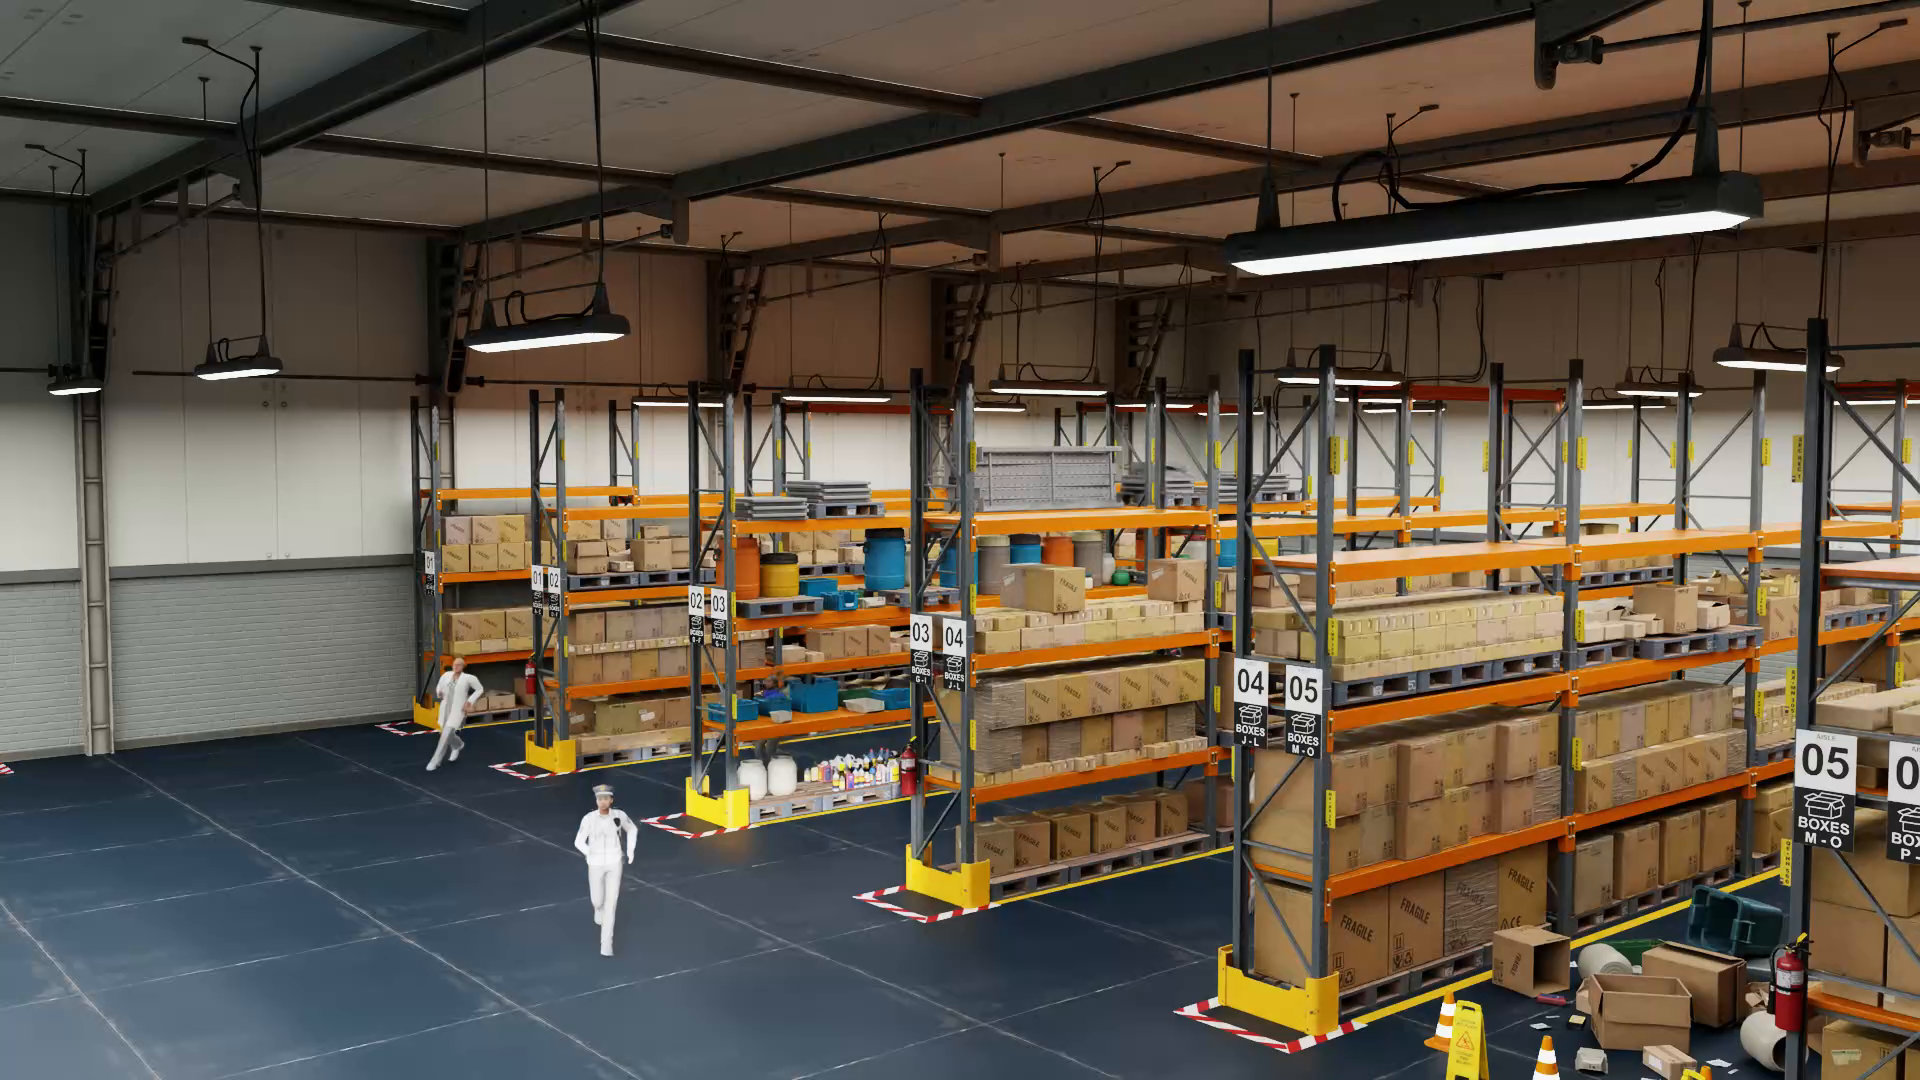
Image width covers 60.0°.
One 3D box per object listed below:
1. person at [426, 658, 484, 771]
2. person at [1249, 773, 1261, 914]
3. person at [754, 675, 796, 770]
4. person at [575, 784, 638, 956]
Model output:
[{"bbox_3d":[-7.977,2.831,26.414,0.716,1.551,1.015,1,4,17],"label":"person"},{"bbox_3d":[3.410,3.178,18.361,0.666,1.801,0.898,3,4,38],"label":"person"},{"bbox_3d":[-2.885,2.860,25.398,0.659,1.608,0.581,-3,5,-43],"label":"person"},{"bbox_3d":[-3.617,3.320,17.031,0.630,1.661,0.938,-1,3,-11],"label":"person"}]
